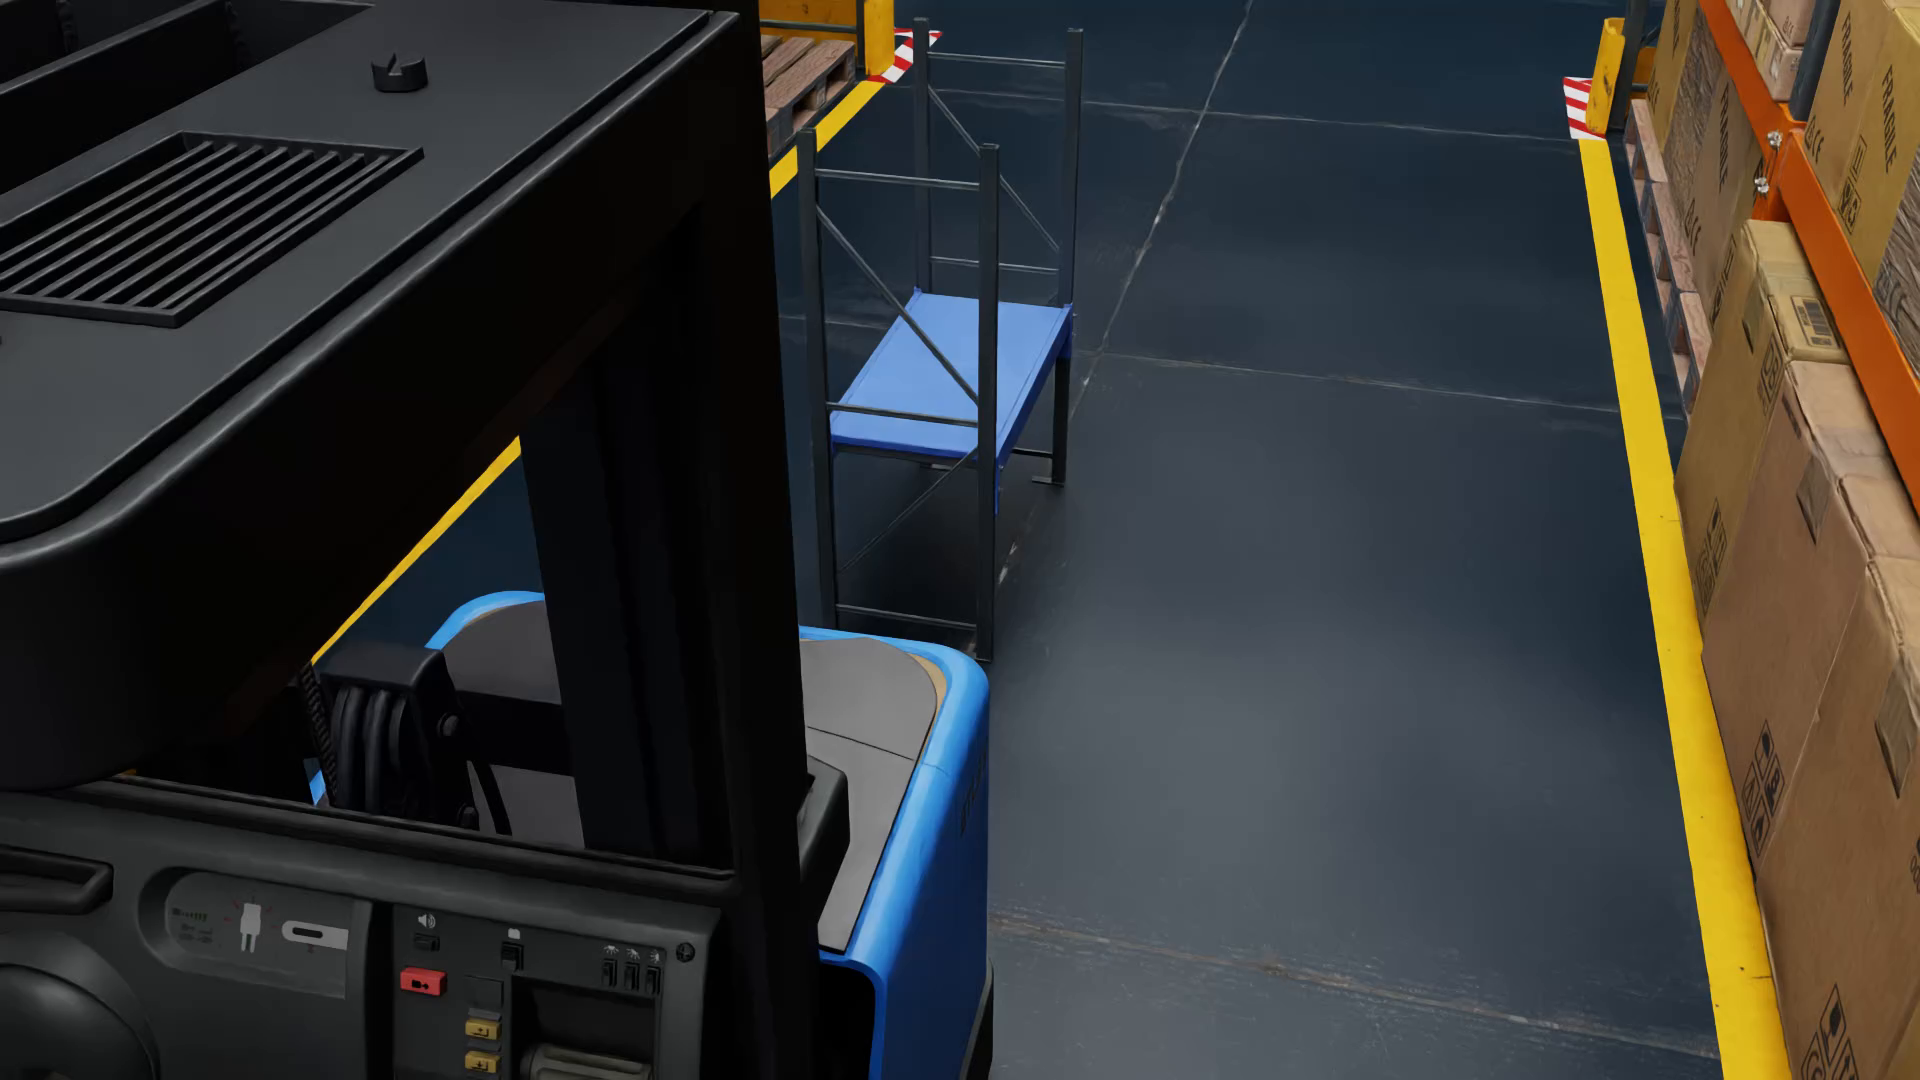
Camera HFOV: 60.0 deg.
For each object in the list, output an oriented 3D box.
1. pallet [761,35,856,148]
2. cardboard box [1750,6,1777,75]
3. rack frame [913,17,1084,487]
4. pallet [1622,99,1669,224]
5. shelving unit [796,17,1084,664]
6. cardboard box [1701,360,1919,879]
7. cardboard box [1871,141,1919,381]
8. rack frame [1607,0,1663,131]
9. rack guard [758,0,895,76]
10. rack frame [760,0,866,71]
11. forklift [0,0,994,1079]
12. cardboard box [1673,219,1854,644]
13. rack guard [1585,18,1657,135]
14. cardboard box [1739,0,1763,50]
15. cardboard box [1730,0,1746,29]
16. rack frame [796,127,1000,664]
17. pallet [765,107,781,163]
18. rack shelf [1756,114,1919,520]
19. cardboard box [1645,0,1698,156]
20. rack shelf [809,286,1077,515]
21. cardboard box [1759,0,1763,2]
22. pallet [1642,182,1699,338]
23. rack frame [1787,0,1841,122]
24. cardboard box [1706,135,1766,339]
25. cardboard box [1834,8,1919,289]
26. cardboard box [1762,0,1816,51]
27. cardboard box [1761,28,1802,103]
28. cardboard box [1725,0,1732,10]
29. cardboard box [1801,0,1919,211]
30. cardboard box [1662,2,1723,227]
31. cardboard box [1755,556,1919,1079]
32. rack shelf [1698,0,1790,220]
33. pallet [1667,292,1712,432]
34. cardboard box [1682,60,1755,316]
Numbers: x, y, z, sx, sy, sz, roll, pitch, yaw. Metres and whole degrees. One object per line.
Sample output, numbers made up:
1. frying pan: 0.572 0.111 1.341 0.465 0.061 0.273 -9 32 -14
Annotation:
1. pallet: -1.211 -2.427 8.870 1.003 0.211 1.213 8 33 12
2. cardboard box: 2.638 -1.507 5.058 0.380 0.149 0.250 9 33 13
3. rack frame: 0.107 -0.852 5.193 0.500 1.500 0.032 8 33 12
4. pallet: 3.700 -1.749 7.805 1.003 0.211 1.213 8 33 12
5. shelving unit: -0.022 -0.589 4.778 0.538 1.500 1.048 8 33 12
6. cardboard box: 2.443 0.242 3.662 1.225 0.875 0.875 7 33 11
7. cardboard box: 2.199 -0.593 3.293 0.500 0.500 0.500 7 33 11
8. rack frame: 3.827 -3.352 7.726 1.000 3.000 0.127 8 33 12
9. rack guard: -0.970 -2.985 9.480 1.175 0.500 0.348 8 33 12
10. rack frame: -0.964 -4.026 8.787 1.000 3.000 0.127 8 33 12
11. forklift: -0.755 0.575 1.613 1.130 2.935 3.031 7 33 11
12. cardboard box: 2.669 -0.222 4.392 1.225 0.875 0.875 8 33 13
13. rack guard: 3.833 -2.309 8.416 1.175 0.500 0.348 8 33 12
14. cardboard box: 2.703 -1.640 5.267 0.380 0.149 0.250 7 33 12
15. cardboard box: 2.768 -1.773 5.477 0.380 0.149 0.250 9 33 13
16. rack frame: -0.151 -0.325 4.363 0.500 1.500 0.032 8 33 12
17. pallet: -1.522 -1.795 7.878 1.003 0.211 1.213 8 33 12
18. rack shelf: 2.304 0.065 3.022 1.077 0.370 4.000 8 33 12
19. cardboard box: 3.742 -2.289 7.644 0.875 0.875 0.875 8 33 12
20. rack shelf: -0.022 -0.437 4.874 0.538 0.185 1.000 8 33 12
21. cardboard box: 2.799 -1.872 5.261 0.500 0.250 0.500 9 34 14
22. pallet: 3.388 -1.118 6.812 1.003 0.211 1.213 8 33 12
23. rack frame: 2.812 -1.276 4.461 1.000 3.000 0.127 8 33 12
24. cardboard box: 3.057 -0.888 5.440 0.875 0.875 0.875 8 33 12
25. cardboard box: 2.327 -0.852 3.702 0.500 0.500 0.500 8 33 12
26. cardboard box: 2.670 -1.603 4.838 0.500 0.250 0.500 7 33 11
27. cardboard box: 2.572 -1.373 4.848 0.380 0.149 0.250 8 33 13
28. cardboard box: 2.833 -1.907 5.688 0.380 0.149 0.250 9 33 13
29. cardboard box: 2.453 -1.113 4.112 0.500 0.500 0.500 8 33 13
30. cardboard box: 3.511 -1.817 6.901 0.875 0.875 0.875 8 33 12
31. cardboard box: 2.226 0.702 2.938 1.225 0.875 0.875 8 33 13
32. rack shelf: 3.319 -2.010 6.287 1.077 0.370 4.000 8 33 12
33. pallet: 3.080 -0.483 5.813 1.003 0.211 1.213 8 33 12
34. cardboard box: 3.285 -1.355 6.175 0.875 0.875 0.875 8 33 12
